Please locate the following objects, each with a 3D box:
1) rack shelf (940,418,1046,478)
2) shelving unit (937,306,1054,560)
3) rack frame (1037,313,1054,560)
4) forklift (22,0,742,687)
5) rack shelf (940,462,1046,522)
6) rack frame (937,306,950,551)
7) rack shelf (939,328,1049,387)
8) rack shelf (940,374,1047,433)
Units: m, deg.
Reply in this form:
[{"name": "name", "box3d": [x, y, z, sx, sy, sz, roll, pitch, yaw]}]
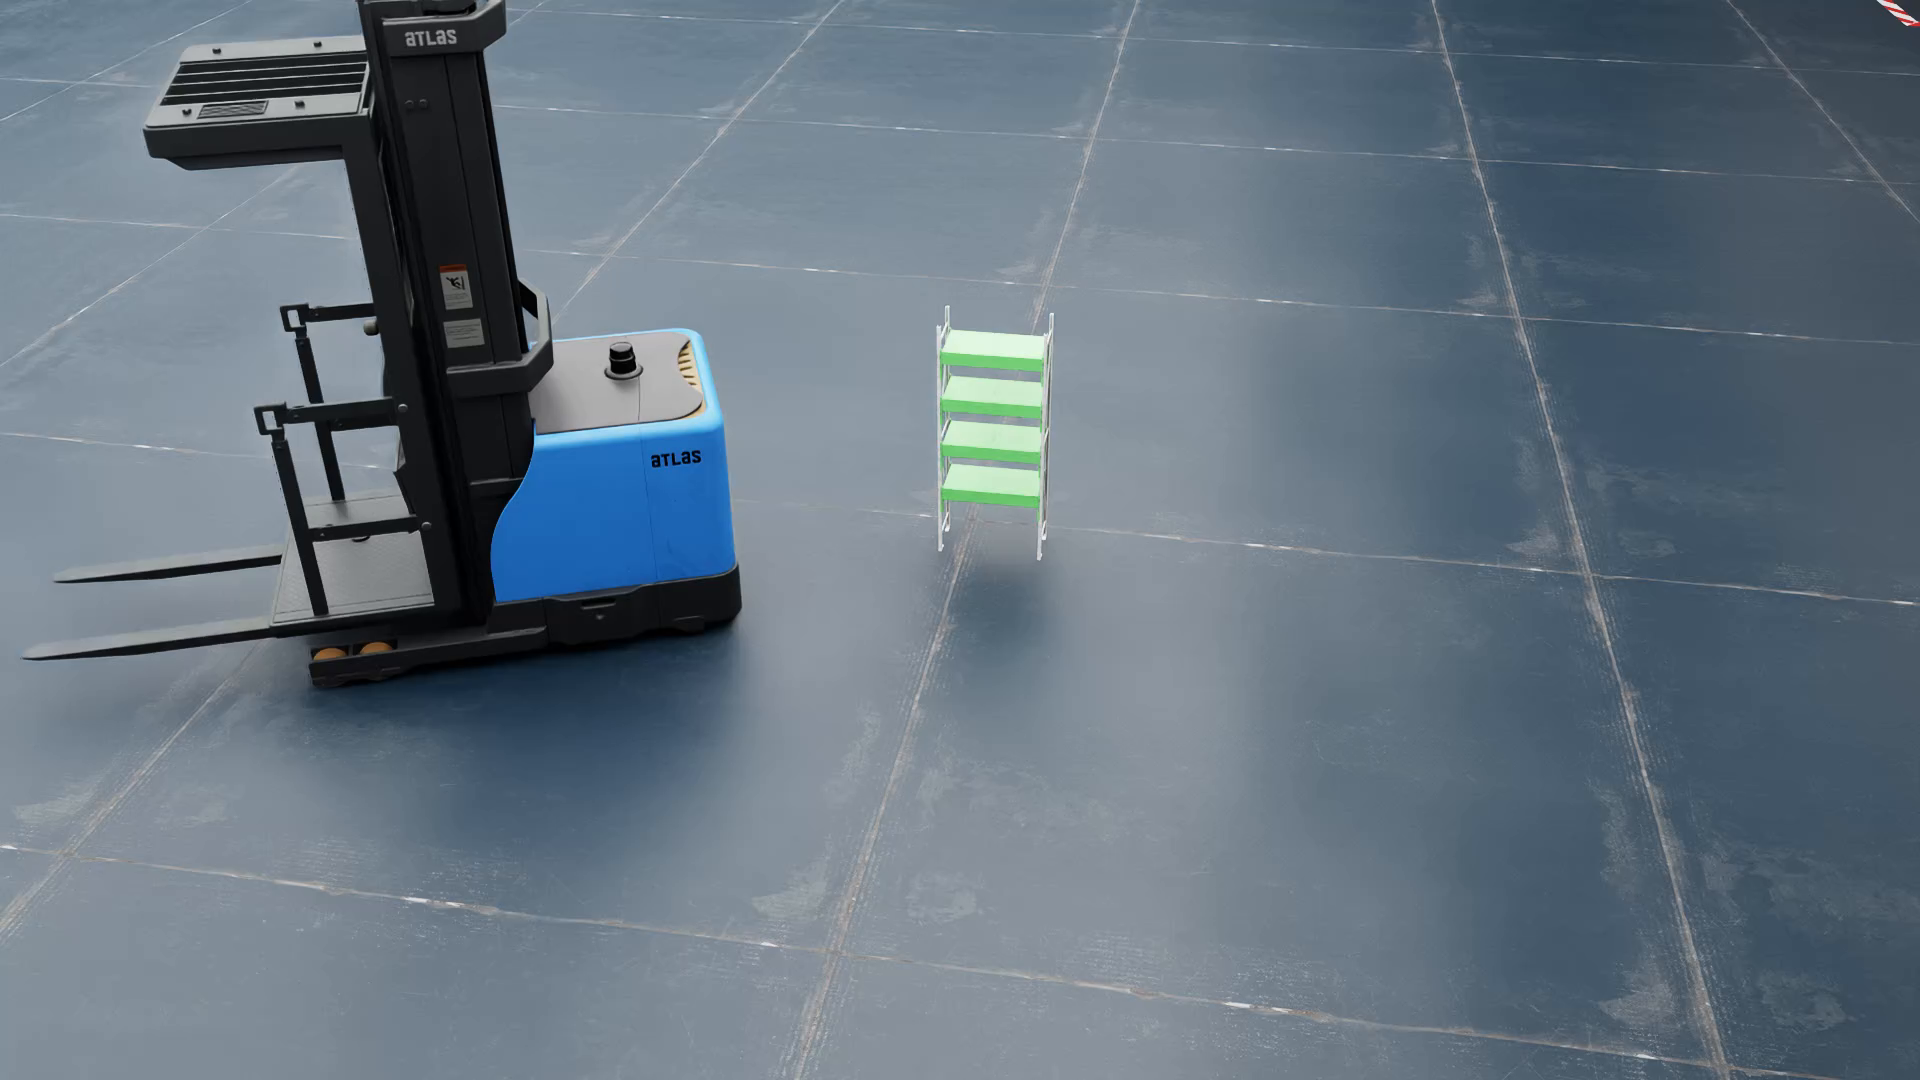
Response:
[{"name": "rack shelf", "box3d": [0.163, -0.440, 7.942, 0.480, 0.148, 0.258, 5, 32, 8]}, {"name": "shelving unit", "box3d": [0.163, -0.494, 7.908, 0.503, 1.200, 0.258, 5, 32, 8]}, {"name": "rack frame", "box3d": [0.404, -0.472, 7.873, 0.015, 1.200, 0.240, 5, 32, 8]}, {"name": "forklift", "box3d": [-2.573, -0.913, 6.947, 3.031, 2.935, 1.130, -7, 33, -11]}, {"name": "rack shelf", "box3d": [0.163, -0.236, 8.069, 0.480, 0.148, 0.258, 5, 32, 8]}, {"name": "rack frame", "box3d": [-0.077, -0.516, 7.943, 0.015, 1.200, 0.240, 5, 32, 8]}, {"name": "rack shelf", "box3d": [0.163, -0.847, 7.687, 0.480, 0.148, 0.258, 5, 32, 8]}, {"name": "rack shelf", "box3d": [0.163, -0.643, 7.815, 0.480, 0.148, 0.258, 5, 32, 8]}]
